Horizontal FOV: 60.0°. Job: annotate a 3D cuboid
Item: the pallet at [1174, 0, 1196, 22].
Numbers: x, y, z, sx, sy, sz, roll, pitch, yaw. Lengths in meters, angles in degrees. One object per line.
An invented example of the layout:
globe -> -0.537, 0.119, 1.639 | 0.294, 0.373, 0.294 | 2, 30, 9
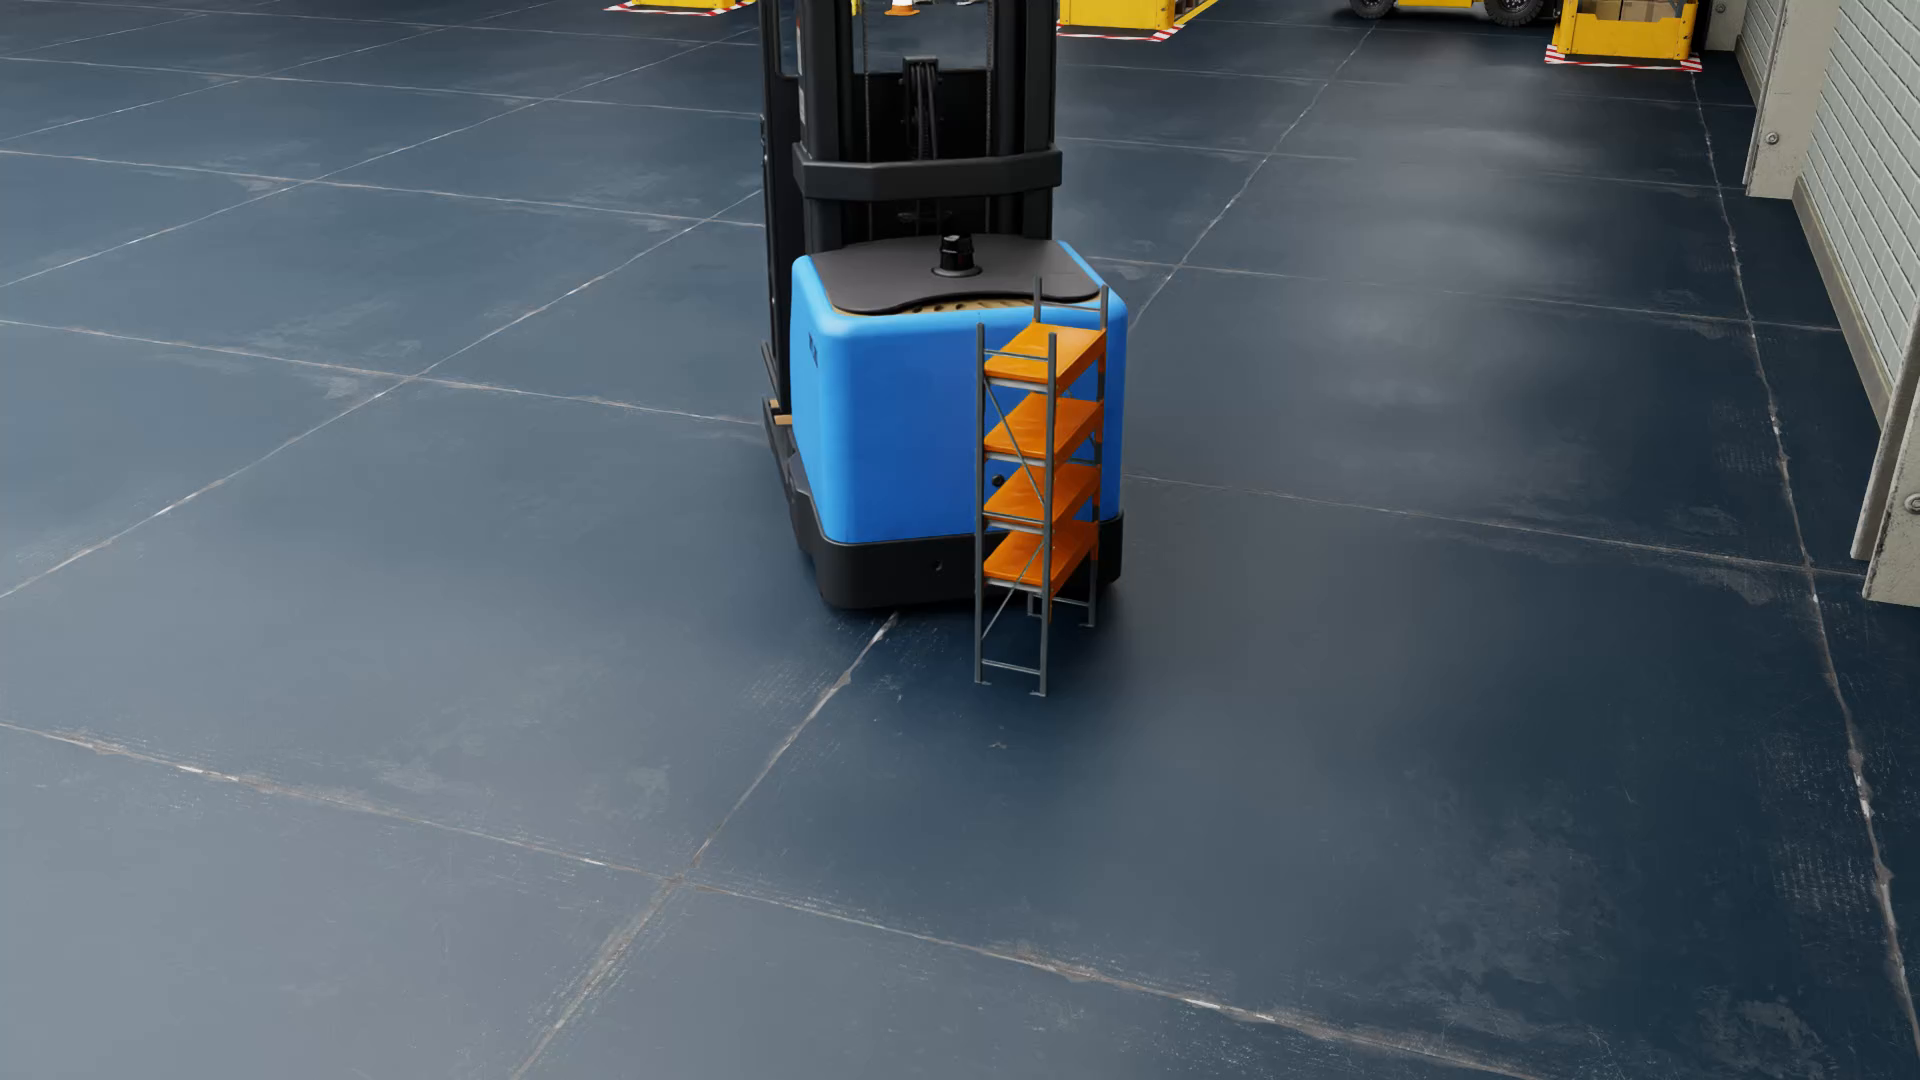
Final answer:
pallet -> 1.935, -5.801, 17.990 | 1.003, 0.211, 1.213 | 9, 27, 17

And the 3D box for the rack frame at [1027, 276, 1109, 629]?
rack frame -> 0.345, -0.262, 5.415 | 0.240, 1.200, 0.015 | 10, 28, 20

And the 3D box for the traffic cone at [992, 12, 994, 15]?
traffic cone -> 0.533, -5.919, 17.943 | 0.336, 0.463, 0.334 | 9, 27, 17

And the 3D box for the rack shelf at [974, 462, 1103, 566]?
rack shelf -> 0.253, -0.103, 5.241 | 0.258, 0.148, 0.480 | 10, 28, 20

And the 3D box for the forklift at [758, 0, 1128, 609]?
forklift -> -0.236, -1.704, 6.407 | 1.130, 2.935, 3.031 | -5, 26, -10

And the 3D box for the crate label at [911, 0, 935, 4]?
crate label -> -0.424, -6.125, 18.744 | 0.250, 0.136, 0.298 | -5, 26, -9

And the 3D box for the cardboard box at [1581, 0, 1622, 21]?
cardboard box -> 6.147, -5.169, 16.156 | 0.500, 0.250, 0.500 | 9, 27, 18

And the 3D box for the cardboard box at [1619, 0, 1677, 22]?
cardboard box -> 6.636, -5.103, 16.021 | 0.500, 0.250, 0.500 | 9, 27, 18

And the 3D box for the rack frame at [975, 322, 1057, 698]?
rack frame -> 0.161, -0.065, 5.008 | 0.240, 1.200, 0.015 | 10, 28, 20

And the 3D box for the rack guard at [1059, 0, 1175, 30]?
rack guard -> 1.632, -5.603, 17.248 | 1.175, 0.500, 0.348 | 9, 27, 17

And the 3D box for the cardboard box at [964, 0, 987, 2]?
cardboard box -> 0.137, -6.245, 18.977 | 0.250, 0.149, 0.380 | -20, 33, -36

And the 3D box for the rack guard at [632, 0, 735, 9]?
rack guard -> -3.103, -6.238, 18.560 | 1.175, 0.500, 0.348 | 9, 27, 17

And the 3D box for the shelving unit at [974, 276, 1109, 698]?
shelving unit -> 0.253, -0.164, 5.211 | 0.258, 1.200, 0.503 | 10, 28, 20

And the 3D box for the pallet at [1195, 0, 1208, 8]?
pallet -> 2.343, -6.301, 19.022 | 1.003, 0.211, 1.213 | 9, 27, 17

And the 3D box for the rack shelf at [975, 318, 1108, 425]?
rack shelf -> 0.253, -0.517, 5.040 | 0.258, 0.148, 0.480 | 10, 28, 20

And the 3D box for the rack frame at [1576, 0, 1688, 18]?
rack frame -> 6.288, -5.978, 15.155 | 1.000, 3.000, 0.127 | 9, 27, 17

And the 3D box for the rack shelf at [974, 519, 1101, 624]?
rack shelf -> 0.253, 0.076, 5.327 | 0.258, 0.148, 0.480 | 10, 28, 20

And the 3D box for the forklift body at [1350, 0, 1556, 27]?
forklift body -> 5.199, -6.640, 17.496 | 2.313, 2.155, 1.214 | 9, 27, 17

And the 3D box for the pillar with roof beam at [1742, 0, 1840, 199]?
pillar with roof beam -> 1.314, -6.992, 10.366 | 9.100, 9.000, 0.400 | 9, 27, 17

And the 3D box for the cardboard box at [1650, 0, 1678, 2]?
cardboard box -> 6.641, -5.318, 15.891 | 0.500, 0.250, 0.500 | 9, 27, 18

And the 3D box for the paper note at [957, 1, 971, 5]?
paper note -> 0.044, -6.037, 18.684 | 0.148, 0.019, 0.142 | 0, 26, -1

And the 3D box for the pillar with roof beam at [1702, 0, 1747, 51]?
pillar with roof beam -> 3.310, -9.458, 15.458 | 9.100, 9.000, 0.400 | 9, 27, 17

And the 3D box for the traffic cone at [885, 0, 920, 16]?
traffic cone -> -0.627, -5.940, 17.987 | 0.336, 0.463, 0.334 | 9, 27, 17

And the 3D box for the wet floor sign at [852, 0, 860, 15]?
wet floor sign -> -1.238, -6.014, 17.931 | 0.267, 0.644, 0.232 | 4, 26, 8

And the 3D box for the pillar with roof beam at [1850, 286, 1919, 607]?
pillar with roof beam -> -0.683, -4.527, 5.273 | 9.100, 9.000, 0.400 | 9, 27, 17

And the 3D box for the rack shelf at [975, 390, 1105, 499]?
rack shelf -> 0.253, -0.305, 5.143 | 0.258, 0.148, 0.480 | 10, 28, 20

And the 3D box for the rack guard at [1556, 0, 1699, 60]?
rack guard -> 6.280, -4.843, 15.680 | 1.175, 0.500, 0.348 | 9, 27, 17
